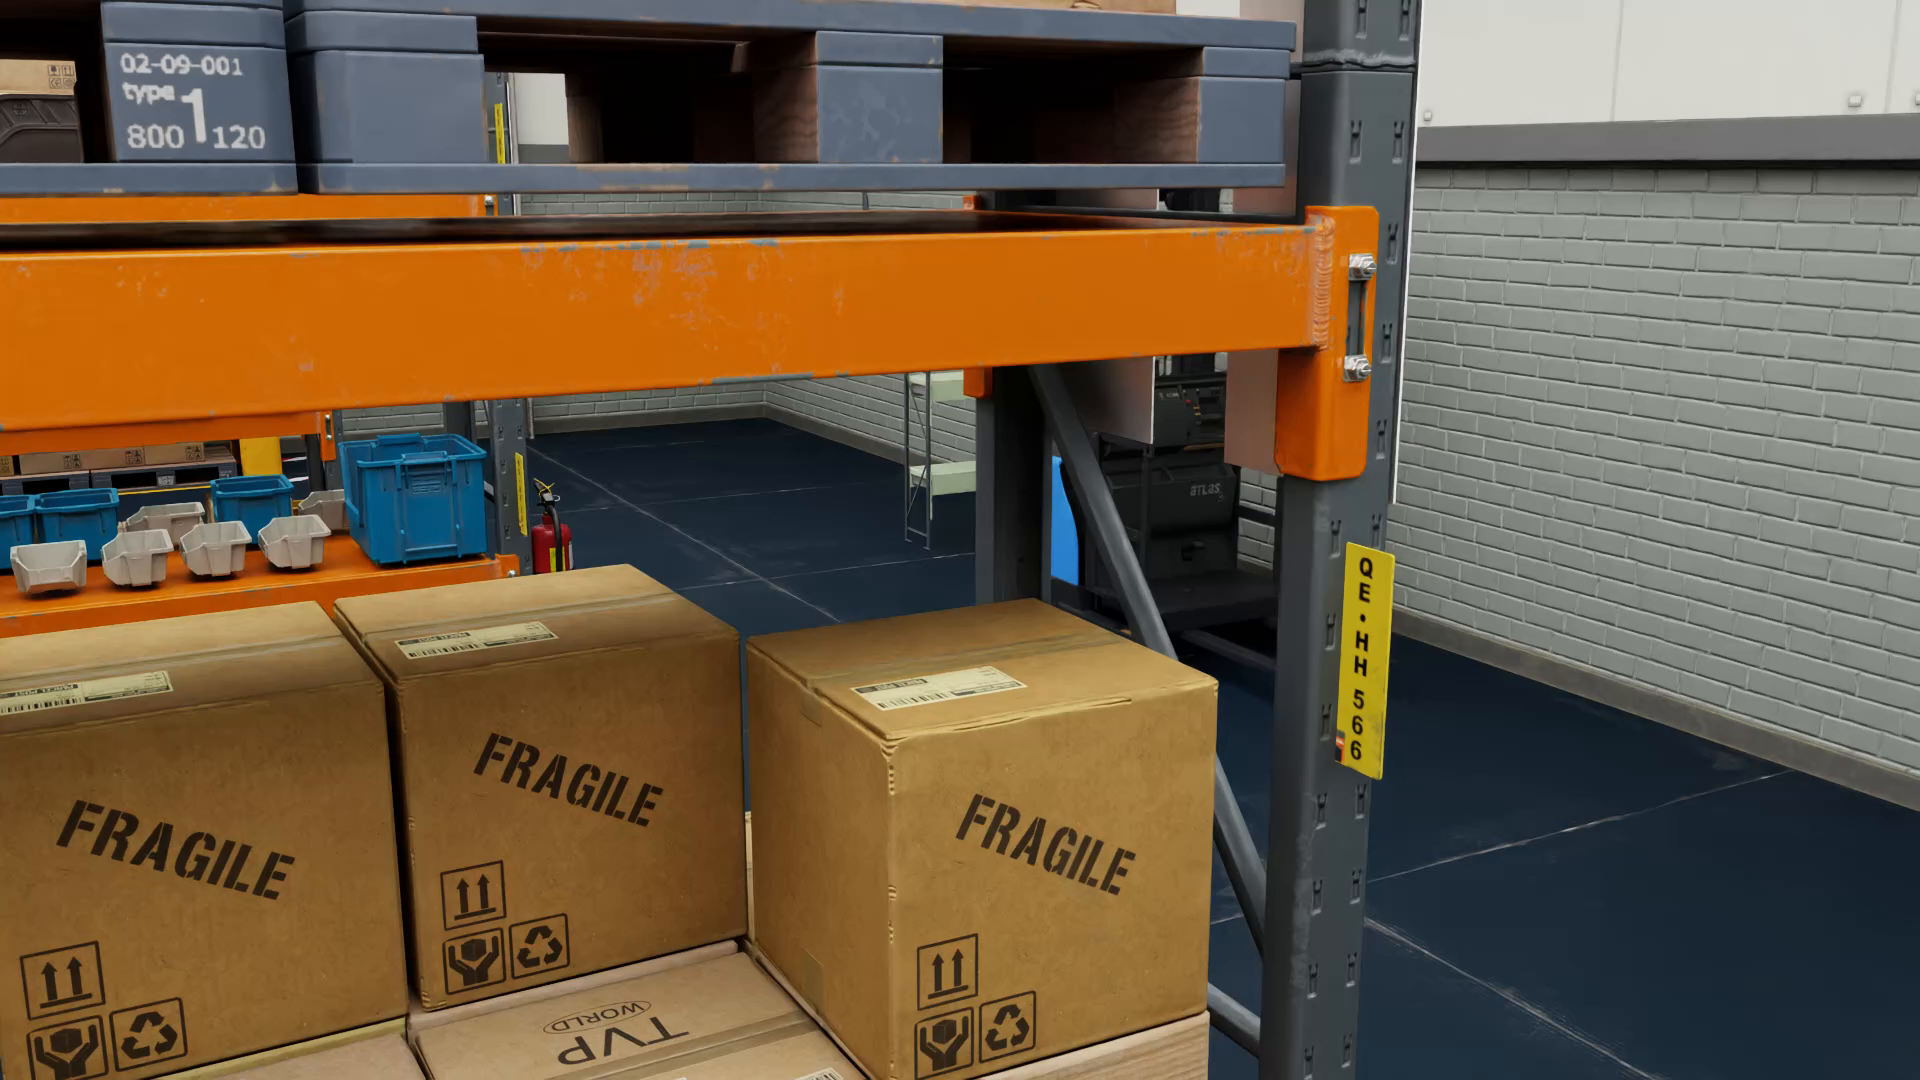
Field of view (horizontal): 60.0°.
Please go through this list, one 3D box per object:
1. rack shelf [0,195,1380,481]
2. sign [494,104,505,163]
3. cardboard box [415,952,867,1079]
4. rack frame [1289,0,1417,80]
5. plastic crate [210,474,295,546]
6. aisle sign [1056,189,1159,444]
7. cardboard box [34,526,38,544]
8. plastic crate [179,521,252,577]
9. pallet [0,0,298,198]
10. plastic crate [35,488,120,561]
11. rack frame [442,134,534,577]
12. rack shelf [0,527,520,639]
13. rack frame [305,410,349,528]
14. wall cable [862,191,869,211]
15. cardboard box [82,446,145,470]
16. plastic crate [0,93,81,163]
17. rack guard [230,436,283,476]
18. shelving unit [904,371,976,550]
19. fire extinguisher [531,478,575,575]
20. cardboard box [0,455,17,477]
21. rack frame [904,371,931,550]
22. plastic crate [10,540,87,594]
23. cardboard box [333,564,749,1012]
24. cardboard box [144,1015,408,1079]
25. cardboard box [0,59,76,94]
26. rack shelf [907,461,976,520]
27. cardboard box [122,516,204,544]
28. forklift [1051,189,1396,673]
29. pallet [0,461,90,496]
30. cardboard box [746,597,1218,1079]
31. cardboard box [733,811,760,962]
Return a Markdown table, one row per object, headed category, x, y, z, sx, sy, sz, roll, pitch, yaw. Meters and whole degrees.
| category | x | y | z | sx | sy | sz | roll | pitch | yaw |
| --- | --- | --- | --- | --- | --- | --- | --- | --- | --- |
| rack shelf | -1.436 | -0.157 | 1.783 | 4.000 | 0.370 | 1.077 | -7 | 14 | -28 |
| sign | -1.776 | -1.518 | 6.429 | 0.005 | 0.325 | 0.100 | -7 | 14 | -28 |
| cardboard box | -0.424 | 0.828 | 2.262 | 0.500 | 0.250 | 0.500 | -7 | 15 | -29 |
| rack frame | 0.320 | -2.182 | 2.310 | 0.127 | 3.000 | 1.000 | -7 | 14 | -28 |
| plastic crate | -3.006 | -0.126 | 7.080 | 0.300 | 0.233 | 0.416 | -7 | 14 | -28 |
| aisle sign | 0.239 | -0.589 | 2.974 | 0.004 | 0.787 | 0.394 | -7 | 14 | -28 |
| cardboard box | -6.288 | 0.061 | 10.692 | 0.637 | 0.503 | 0.797 | -7 | 14 | -28 |
| plastic crate | -2.944 | 0.038 | 6.573 | 0.243 | 0.136 | 0.396 | -7 | 14 | -28 |
| pallet | -1.399 | -0.466 | 1.719 | 1.213 | 0.211 | 1.003 | -7 | 14 | -28 |
| plastic crate | -3.584 | -0.056 | 6.773 | 0.300 | 0.233 | 0.416 | -7 | 14 | -28 |
| rack frame | -2.054 | -0.210 | 7.210 | 0.127 | 3.000 | 1.000 | -7 | 14 | -28 |
| rack shelf | -3.809 | 0.351 | 6.354 | 4.000 | 0.370 | 1.077 | -7 | 14 | -28 |
| rack frame | -4.424 | -1.165 | 11.453 | 0.127 | 3.000 | 1.000 | -7 | 14 | -28 |
| wall cable | -1.665 | -4.057 | 17.714 | 0.112 | 2.526 | 3.097 | -7 | 14 | -28 |
| cardboard box | -7.806 | -0.959 | 15.275 | 0.500 | 0.500 | 0.700 | -7 | 14 | -28 |
| plastic crate | -3.526 | -1.535 | 6.409 | 0.767 | 0.338 | 0.504 | -7 | 14 | -28 |
| rack guard | -6.779 | -0.902 | 15.979 | 0.348 | 0.500 | 1.175 | -7 | 14 | -28 |
| shelving unit | -0.006 | -0.731 | 12.941 | 0.755 | 1.500 | 0.431 | -7 | 14 | -28 |
| fire extinguisher | -1.703 | 0.081 | 6.941 | 0.183 | 0.674 | 0.296 | -7 | 14 | -28 |
| cardboard box | -8.712 | -0.848 | 14.784 | 0.500 | 0.500 | 0.700 | -6 | 14 | -27 |
| rack frame | -0.327 | -0.692 | 12.770 | 0.023 | 1.500 | 0.400 | -7 | 14 | -28 |
| plastic crate | -3.428 | 0.107 | 6.268 | 0.250 | 0.136 | 0.298 | -7 | 14 | -28 |
| cardboard box | -0.670 | 0.358 | 2.643 | 0.500 | 0.500 | 0.500 | -7 | 15 | -29 |
| cardboard box | -1.127 | 0.779 | 2.479 | 0.500 | 0.250 | 0.500 | -7 | 15 | -30 |
| cardboard box | -5.734 | -2.998 | 10.262 | 0.500 | 0.500 | 0.700 | -7 | 14 | -28 |
| rack shelf | -0.006 | -0.413 | 13.013 | 0.720 | 0.370 | 0.431 | -7 | 14 | -28 |
| cardboard box | -5.476 | 0.017 | 11.462 | 0.500 | 0.250 | 0.500 | -7 | 14 | -28 |
| forklift | 1.394 | -0.804 | 10.008 | 1.130 | 2.935 | 3.031 | -7 | 14 | -27 |
| pallet | -8.534 | -0.532 | 14.993 | 1.213 | 0.211 | 1.003 | -7 | 14 | -28 |
| cardboard box | 0.018 | 0.409 | 2.417 | 0.500 | 0.500 | 0.500 | -7 | 14 | -27 |
| cardboard box | -0.231 | 0.671 | 2.959 | 0.500 | 0.250 | 0.500 | -7 | 15 | -29 |
